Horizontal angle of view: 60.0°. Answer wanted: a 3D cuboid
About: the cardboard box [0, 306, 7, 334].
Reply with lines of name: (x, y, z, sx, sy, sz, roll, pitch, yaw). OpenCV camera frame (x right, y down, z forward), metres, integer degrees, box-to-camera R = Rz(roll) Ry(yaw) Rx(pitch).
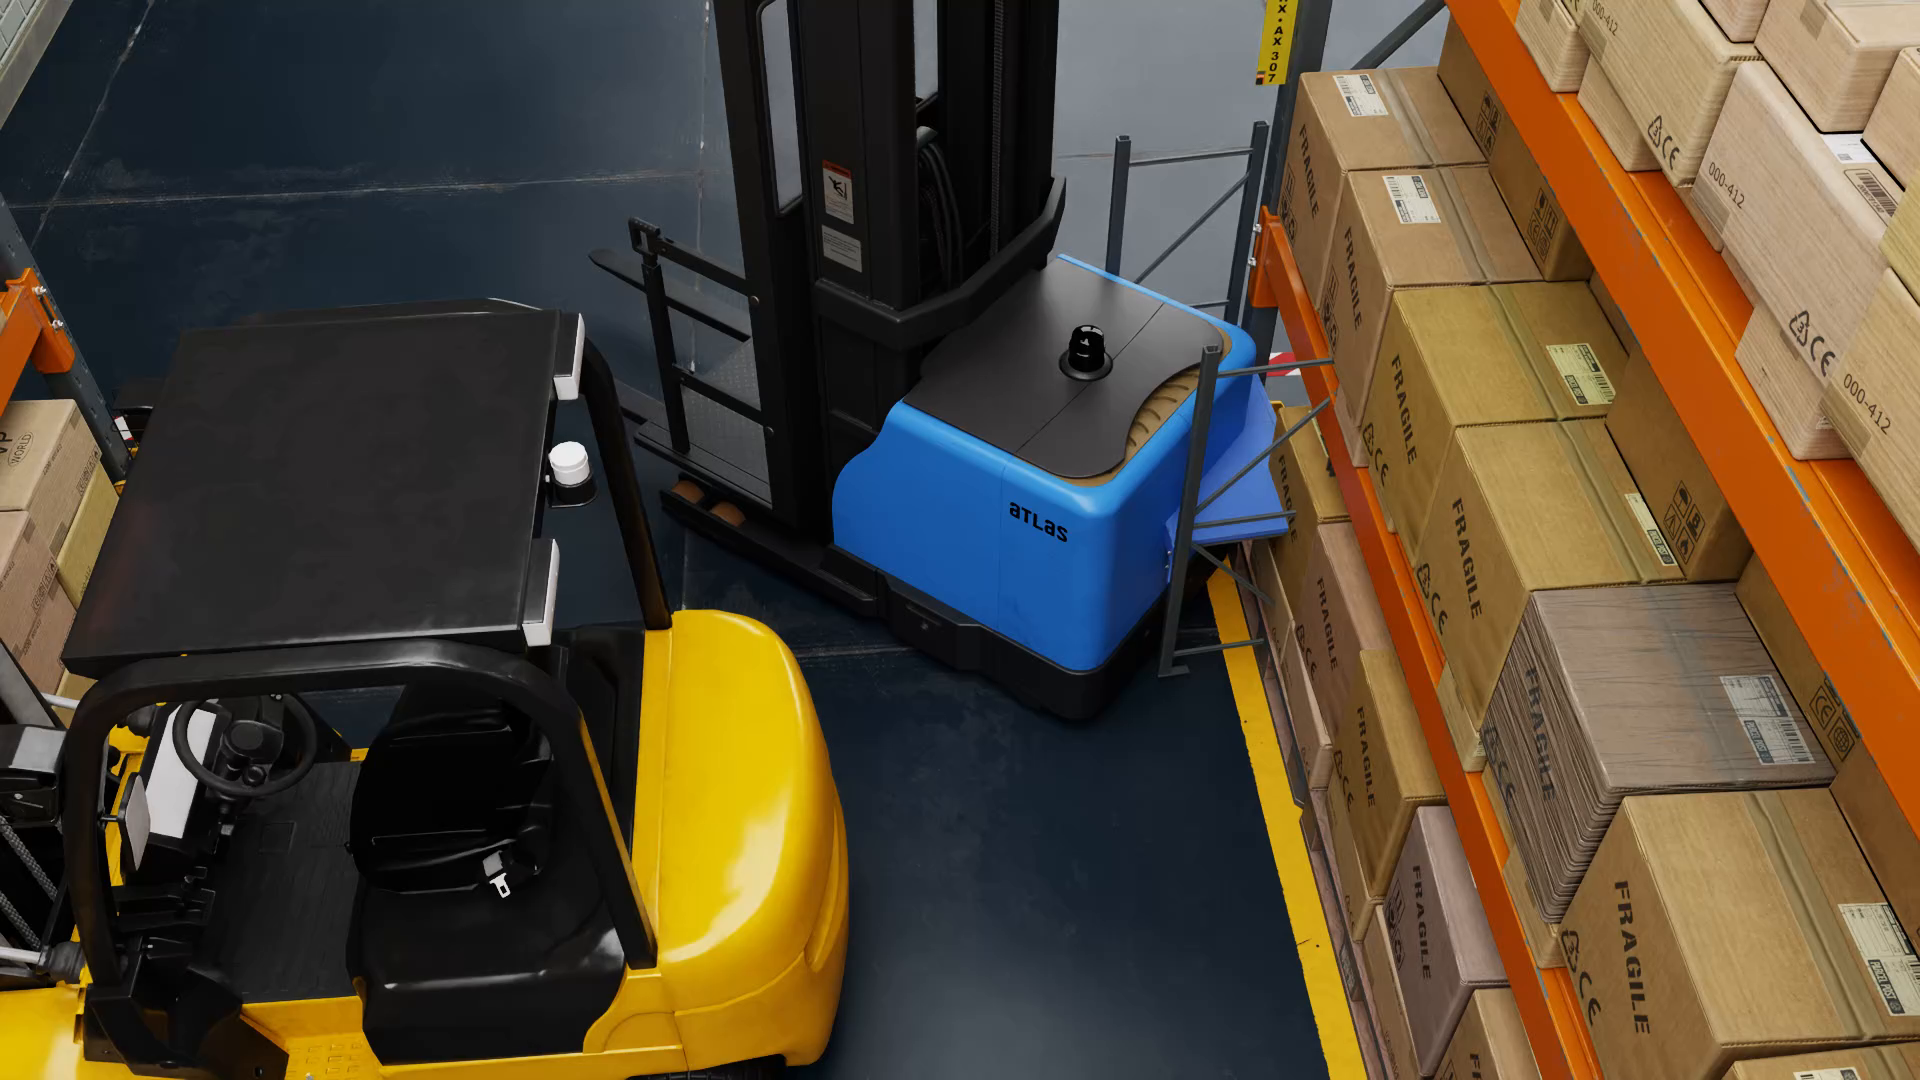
cardboard box: (-3.139, -0.649, 4.729, 0.500, 0.500, 0.500, -4, 47, -4)

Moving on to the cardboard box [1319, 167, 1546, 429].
cardboard box: (1.314, -0.661, 4.536, 0.500, 0.500, 0.500, -2, 47, -2)

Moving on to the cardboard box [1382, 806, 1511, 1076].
cardboard box: (1.434, 1.030, 4.297, 0.500, 0.500, 0.500, -1, 47, -1)

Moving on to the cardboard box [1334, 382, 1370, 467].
cardboard box: (1.278, -0.349, 4.687, 0.380, 0.149, 0.250, -3, 47, -3)

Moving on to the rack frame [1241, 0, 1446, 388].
rack frame: (1.504, -1.259, 5.376, 1.000, 3.000, 0.127, -3, 47, -3)

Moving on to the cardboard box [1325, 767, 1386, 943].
cardboard box: (1.390, 0.907, 4.930, 0.500, 0.250, 0.500, -1, 47, -1)

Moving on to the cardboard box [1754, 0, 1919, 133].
cardboard box: (1.419, -0.735, 2.438, 0.380, 0.149, 0.250, -3, 47, -3)

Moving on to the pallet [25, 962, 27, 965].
pallet: (-3.237, 1.436, 4.745, 1.003, 0.211, 1.213, -3, 47, -3)

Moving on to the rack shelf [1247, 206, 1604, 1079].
rack shelf: (1.672, 0.436, 4.267, 1.077, 0.370, 4.000, -3, 47, -3)

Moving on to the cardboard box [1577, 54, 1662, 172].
cardboard box: (1.383, -0.821, 3.069, 0.380, 0.149, 0.250, -5, 47, -4)

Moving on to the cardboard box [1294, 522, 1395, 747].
cardboard box: (1.347, 0.280, 5.007, 0.500, 0.500, 0.500, -5, 47, -5)

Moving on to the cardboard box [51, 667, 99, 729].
cardboard box: (-3.055, 0.528, 5.289, 0.500, 0.250, 0.500, -3, 47, -3)

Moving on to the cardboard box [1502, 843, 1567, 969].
cardboard box: (1.420, 0.773, 3.625, 0.380, 0.149, 0.250, -4, 47, -4)

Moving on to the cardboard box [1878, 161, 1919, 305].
cardboard box: (1.412, -0.357, 2.080, 0.380, 0.149, 0.250, -2, 47, -2)

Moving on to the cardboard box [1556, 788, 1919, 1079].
cardboard box: (1.504, 0.820, 3.133, 0.500, 0.500, 0.500, -2, 47, -2)

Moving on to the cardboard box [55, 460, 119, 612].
cardboard box: (-3.090, 0.008, 5.437, 0.500, 0.250, 0.500, -4, 47, -4)

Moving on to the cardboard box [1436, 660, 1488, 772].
cardboard box: (1.371, 0.402, 3.976, 0.380, 0.149, 0.250, -3, 47, -3)

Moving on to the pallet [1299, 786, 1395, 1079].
pallet: (1.642, 1.226, 4.944, 1.003, 0.211, 1.213, -3, 47, -3)

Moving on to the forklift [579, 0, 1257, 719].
forklift: (-0.513, -1.272, 5.436, 3.031, 2.935, 1.130, 27, 52, 23)

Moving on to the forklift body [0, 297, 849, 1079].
forklift body: (-1.465, 0.599, 4.202, 2.313, 2.155, 1.214, -3, 47, -3)

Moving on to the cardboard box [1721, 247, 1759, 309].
cardboard box: (1.499, -0.458, 2.725, 0.380, 0.149, 0.250, -3, 47, -2)

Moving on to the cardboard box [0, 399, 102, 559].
cardboard box: (-3.092, -0.183, 5.273, 0.500, 0.250, 0.500, -2, 47, -2)

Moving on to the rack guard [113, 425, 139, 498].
rack guard: (-3.444, -0.112, 6.012, 1.175, 0.500, 0.348, -3, 47, -3)

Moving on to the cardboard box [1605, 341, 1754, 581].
cardboard box: (1.848, -0.284, 3.491, 0.700, 0.500, 0.500, -4, 47, -4)

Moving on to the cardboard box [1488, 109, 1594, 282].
cardboard box: (1.799, -1.016, 4.184, 0.700, 0.500, 0.500, -3, 47, -3)

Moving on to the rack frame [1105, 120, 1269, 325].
rack frame: (0.747, -0.814, 5.888, 0.500, 1.500, 0.032, -8, 49, -7)

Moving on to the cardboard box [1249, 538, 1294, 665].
cardboard box: (1.296, 0.143, 5.653, 0.500, 0.250, 0.500, -4, 47, -4)

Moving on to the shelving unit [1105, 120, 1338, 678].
shelving unit: (0.838, -0.440, 5.556, 0.538, 1.500, 1.048, -8, 49, -7)

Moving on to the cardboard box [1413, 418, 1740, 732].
cardboard box: (1.408, 0.075, 3.839, 0.500, 0.500, 0.500, -4, 47, -4)

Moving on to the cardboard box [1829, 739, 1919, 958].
cardboard box: (1.997, 0.453, 2.793, 0.700, 0.500, 0.500, -3, 47, -3)

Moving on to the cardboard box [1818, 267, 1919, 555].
cardboard box: (1.490, -0.115, 2.126, 0.500, 0.250, 0.500, -4, 47, -4)

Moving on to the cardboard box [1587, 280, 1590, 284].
cardboard box: (1.861, -0.657, 4.532, 0.500, 0.500, 0.500, -3, 47, -3)

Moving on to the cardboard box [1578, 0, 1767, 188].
cardboard box: (1.404, -0.852, 2.823, 0.500, 0.250, 0.500, -3, 47, -2)
